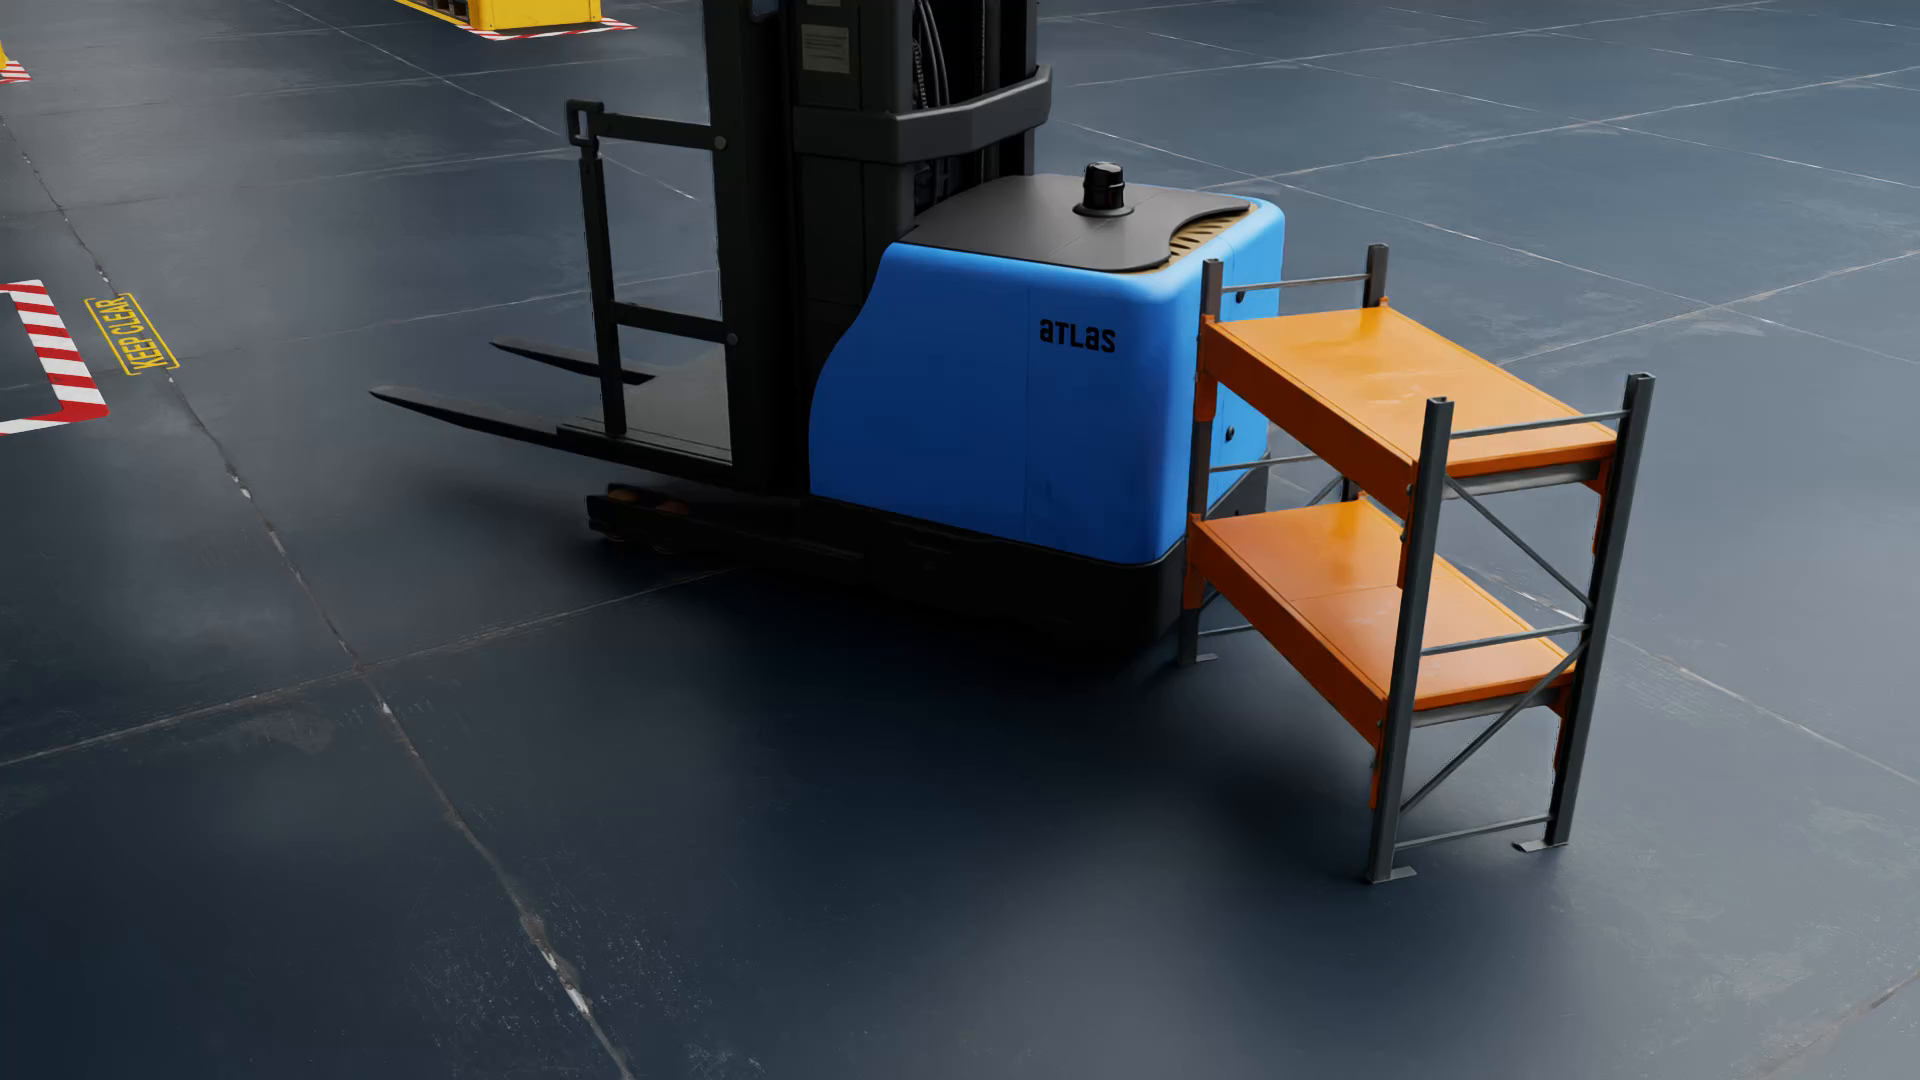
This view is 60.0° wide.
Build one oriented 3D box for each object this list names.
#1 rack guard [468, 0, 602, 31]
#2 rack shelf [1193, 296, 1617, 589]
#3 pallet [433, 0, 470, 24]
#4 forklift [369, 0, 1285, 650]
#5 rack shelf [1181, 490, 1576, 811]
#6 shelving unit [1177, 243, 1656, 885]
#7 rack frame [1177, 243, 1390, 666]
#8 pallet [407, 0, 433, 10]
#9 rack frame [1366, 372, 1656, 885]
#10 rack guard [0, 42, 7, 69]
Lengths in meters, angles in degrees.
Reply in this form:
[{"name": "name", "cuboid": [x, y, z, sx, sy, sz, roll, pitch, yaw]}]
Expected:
[{"name": "rack guard", "cuboid": [-3.903, -4.992, 15.239, 1.175, 0.500, 0.348, -16, 29, -30]}, {"name": "rack shelf", "cuboid": [0.988, -0.261, 3.800, 0.538, 0.278, 1.000, -8, 26, -16]}, {"name": "pallet", "cuboid": [-4.369, -5.134, 15.878, 1.003, 0.211, 1.213, -16, 29, -30]}, {"name": "forklift", "cuboid": [-0.586, -1.462, 4.913, 3.031, 2.935, 1.130, 13, 28, 26]}, {"name": "rack shelf", "cuboid": [0.988, 0.224, 4.030, 0.538, 0.278, 1.000, -8, 26, -16]}, {"name": "shelving unit", "cuboid": [0.988, 0.003, 3.925, 0.538, 1.125, 1.048, -8, 26, -16]}, {"name": "rack frame", "cuboid": [0.837, -0.204, 4.364, 0.500, 1.125, 0.032, -8, 26, -16]}, {"name": "pallet", "cuboid": [-5.031, -5.570, 16.801, 1.003, 0.211, 1.213, -16, 29, -30]}, {"name": "rack frame", "cuboid": [1.139, 0.211, 3.486, 0.500, 1.125, 0.032, -8, 26, -16]}, {"name": "rack guard", "cuboid": [-8.106, -3.872, 12.867, 1.175, 0.500, 0.348, -16, 29, -30]}]
